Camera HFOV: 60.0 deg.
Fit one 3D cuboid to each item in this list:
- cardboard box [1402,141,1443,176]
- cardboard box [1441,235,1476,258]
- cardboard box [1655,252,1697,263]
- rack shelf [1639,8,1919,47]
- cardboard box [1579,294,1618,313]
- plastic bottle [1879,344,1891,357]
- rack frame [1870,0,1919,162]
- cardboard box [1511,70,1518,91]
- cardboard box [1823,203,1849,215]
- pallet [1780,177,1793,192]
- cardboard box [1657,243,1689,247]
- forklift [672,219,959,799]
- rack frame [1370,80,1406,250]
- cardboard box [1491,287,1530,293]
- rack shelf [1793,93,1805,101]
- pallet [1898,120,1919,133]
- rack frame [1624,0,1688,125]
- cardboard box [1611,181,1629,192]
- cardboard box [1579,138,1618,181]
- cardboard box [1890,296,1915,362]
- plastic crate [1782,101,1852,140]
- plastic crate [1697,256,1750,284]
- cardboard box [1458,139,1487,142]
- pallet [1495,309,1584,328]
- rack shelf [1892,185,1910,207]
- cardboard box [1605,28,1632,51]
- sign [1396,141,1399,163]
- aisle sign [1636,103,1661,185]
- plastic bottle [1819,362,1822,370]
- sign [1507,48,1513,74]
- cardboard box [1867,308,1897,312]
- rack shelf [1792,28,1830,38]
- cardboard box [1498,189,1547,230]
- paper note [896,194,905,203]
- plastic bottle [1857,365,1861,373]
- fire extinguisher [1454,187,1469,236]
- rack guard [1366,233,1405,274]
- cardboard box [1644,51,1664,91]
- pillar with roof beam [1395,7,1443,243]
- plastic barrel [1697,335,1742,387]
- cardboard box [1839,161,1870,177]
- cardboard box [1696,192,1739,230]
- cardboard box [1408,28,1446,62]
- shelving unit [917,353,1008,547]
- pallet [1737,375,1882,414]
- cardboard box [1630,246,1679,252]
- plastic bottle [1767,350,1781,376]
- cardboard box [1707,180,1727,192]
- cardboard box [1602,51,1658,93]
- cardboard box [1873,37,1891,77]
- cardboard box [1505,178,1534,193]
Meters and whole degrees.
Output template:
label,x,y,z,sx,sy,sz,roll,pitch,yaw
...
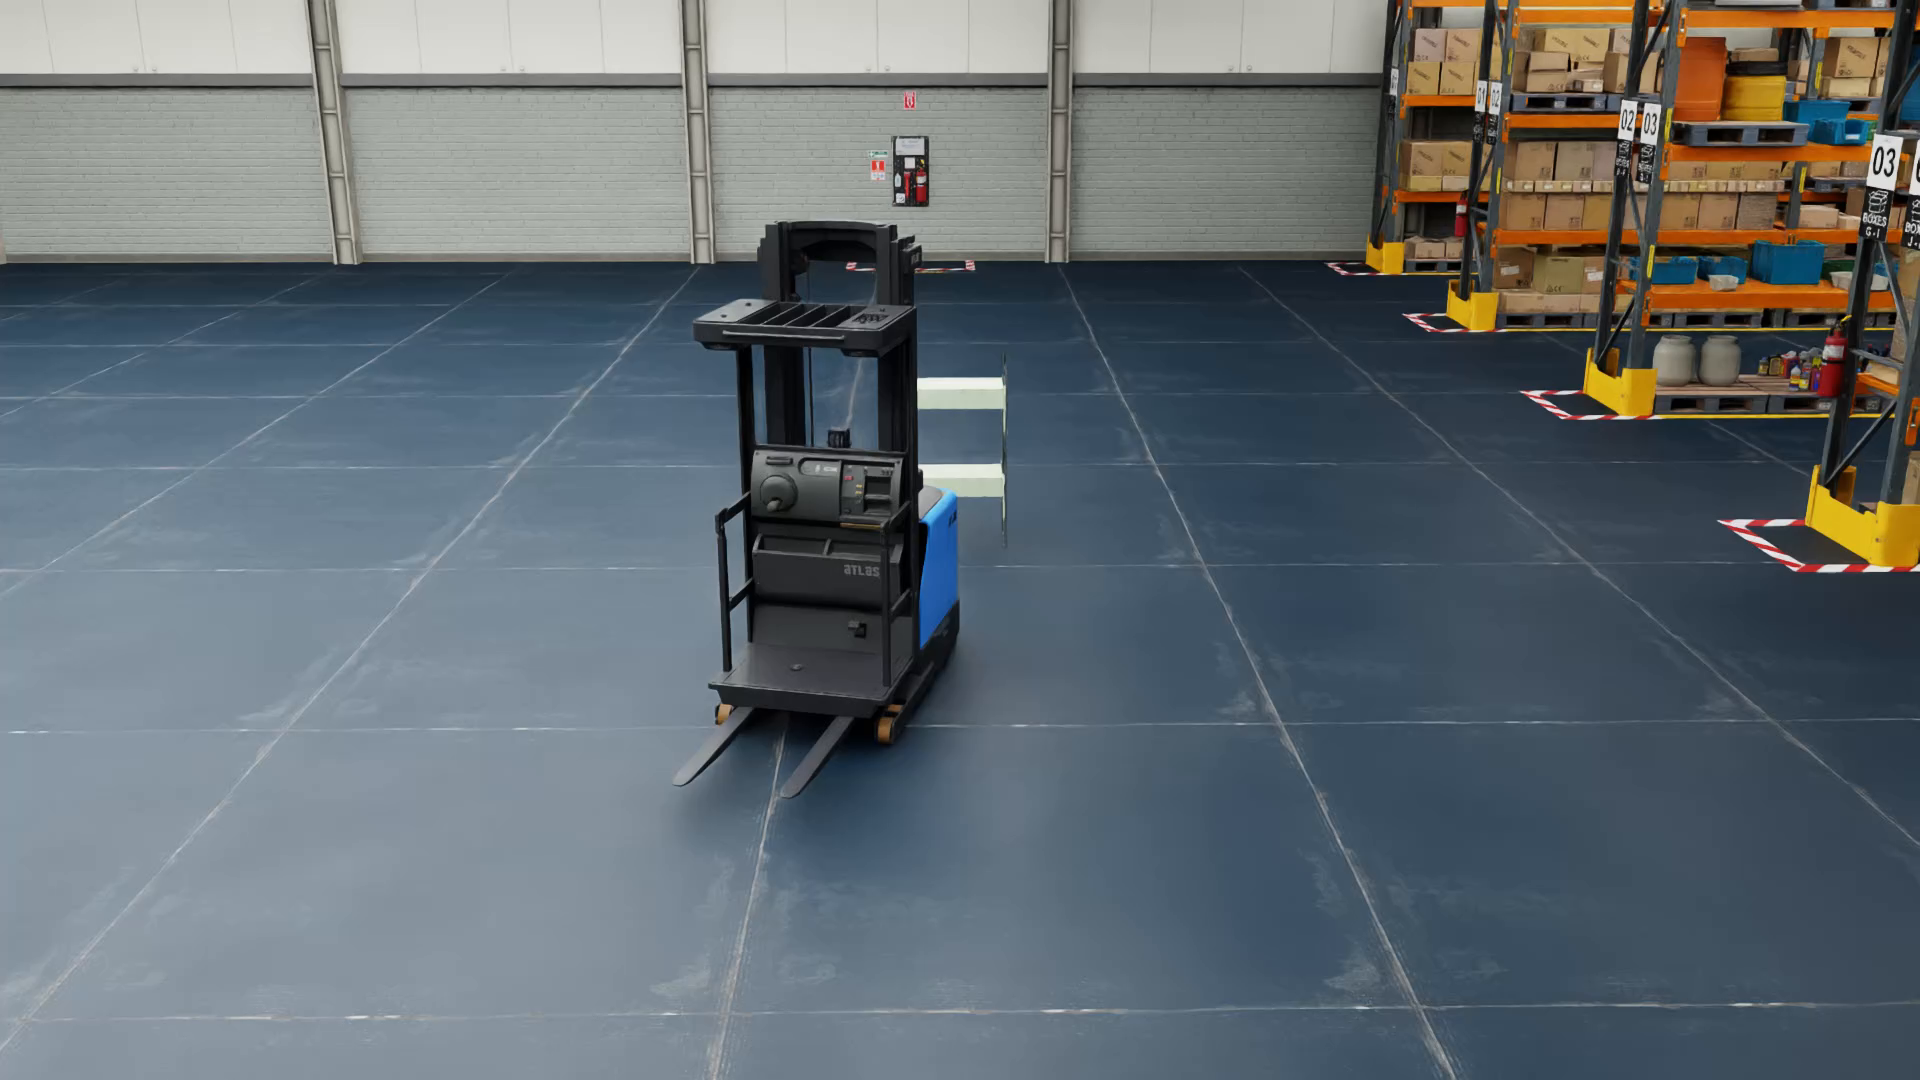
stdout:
label,x,y,z,sx,sy,sz,roll,pitch,yaw
cardboard box,7.442,-6.142,26.768,0.500,0.500,0.500,0,18,-1
cardboard box,8.223,-4.844,27.418,0.500,0.311,0.500,1,18,4
cardboard box,9.581,-3.619,22.504,0.500,0.500,0.500,0,18,-1
rack shelf,9.116,-5.244,16.994,4.000,0.370,1.077,0,18,-1
cardboard box,8.581,-3.254,22.596,0.500,0.250,0.500,0,18,-1
plastic bottle,10.302,-2.001,18.490,0.185,0.351,0.144,0,18,1
rack frame,7.195,-4.254,12.077,0.127,3.000,1.000,0,18,-1
cardboard box,8.890,-7.351,26.446,0.500,0.500,0.500,1,18,3
cardboard box,11.918,-4.439,22.694,0.258,0.266,0.396,-1,18,-2
pallet,12.980,-5.861,27.223,1.213,0.211,1.003,0,18,-1
cardboard box,11.695,-4.983,27.543,0.500,0.500,0.700,0,18,1
forklift,-0.846,-0.317,9.738,1.130,2.935,3.031,4,18,13
rack frame,6.960,-5.936,27.142,0.127,3.000,1.000,0,18,-1
cardboard box,7.573,-3.407,23.071,0.500,0.250,0.500,0,18,-1
rack shelf,12.959,-7.051,26.884,4.000,0.370,1.077,0,18,-1
pallet,10.396,-4.235,17.236,1.003,0.211,1.213,0,18,-1
rack frame,7.116,-5.767,16.793,0.127,3.000,1.000,0,18,-1
cardboard box,8.725,-4.723,22.133,0.250,0.149,0.380,-1,18,-2
cardboard box,8.592,-5.094,22.229,0.500,0.500,0.700,0,18,-1
cardboard box,7.745,-1.581,12.915,0.500,0.500,0.875,0,18,-1
plastic crate,9.018,-4.432,17.569,0.575,0.384,0.392,0,18,-1
plastic crate,8.261,-2.935,18.029,0.408,0.251,0.499,0,18,-1
cardboard box,8.448,-6.302,27.267,0.500,0.500,0.500,-1,18,-2
pallet,7.806,-3.112,22.903,1.213,0.211,1.003,0,18,-1
rack shelf,9.194,-2.493,12.675,4.000,0.370,1.077,0,18,-1
cardboard box,10.463,-7.832,26.307,0.500,0.500,0.500,-2,18,-6
sign,6.969,-6.183,26.493,0.005,0.325,0.100,0,18,-1
aisle sign,7.049,-4.058,17.032,0.004,0.787,0.394,0,18,-1
plastic bottle,9.548,-1.889,18.386,0.097,0.201,0.097,0,18,0
sign,7.045,-6.136,21.293,0.005,0.325,0.100,0,18,-1
cardboard box,12.478,-3.265,22.628,0.500,0.250,0.500,-1,18,-3
rack shelf,13.041,-6.776,21.770,4.000,0.370,1.077,0,18,-1
cardboard box,7.509,-4.469,22.405,0.500,0.500,0.700,0,18,-1
paper note,-1.003,-5.775,28.082,0.142,0.148,0.016,0,18,-1
plastic bottle,9.579,-1.737,17.799,0.097,0.271,0.097,0,18,0
fire extinguisher,6.916,-4.528,22.878,0.183,0.674,0.296,0,18,-1
rack guard,7.036,-4.746,27.525,0.348,0.500,1.175,0,18,-1
cardboard box,9.393,-6.217,22.021,0.637,0.503,0.797,2,18,5
pillar with roof beam,7.714,-7.745,22.961,0.400,9.000,9.100,0,18,-1
plastic barrel,8.274,-1.955,18.115,0.421,0.512,0.421,0,18,0
cardboard box,14.489,-6.226,27.163,0.500,0.500,0.700,-2,18,-7
cardboard box,10.071,-4.482,22.444,0.500,0.500,0.700,0,18,-1
cardboard box,7.349,-7.825,26.287,0.500,0.500,0.500,-2,18,-5
shelving unit,-0.007,-0.714,13.318,0.755,1.500,0.431,0,18,-1
pallet,9.221,-1.605,18.204,1.213,0.211,1.003,0,18,-1
cardboard box,9.573,-3.779,23.003,0.500,0.500,0.500,0,18,-1
plastic bottle,9.062,-1.975,18.521,0.133,0.283,0.061,0,18,0
cardboard box,10.001,-4.728,22.150,0.250,0.149,0.380,0,18,-1
cardboard box,8.707,-6.090,21.631,0.500,0.500,0.500,0,18,-1
cardboard box,12.228,-6.357,21.874,0.500,0.500,0.500,1,18,4
cardboard box,7.438,-4.716,22.112,0.250,0.149,0.380,0,18,-1
